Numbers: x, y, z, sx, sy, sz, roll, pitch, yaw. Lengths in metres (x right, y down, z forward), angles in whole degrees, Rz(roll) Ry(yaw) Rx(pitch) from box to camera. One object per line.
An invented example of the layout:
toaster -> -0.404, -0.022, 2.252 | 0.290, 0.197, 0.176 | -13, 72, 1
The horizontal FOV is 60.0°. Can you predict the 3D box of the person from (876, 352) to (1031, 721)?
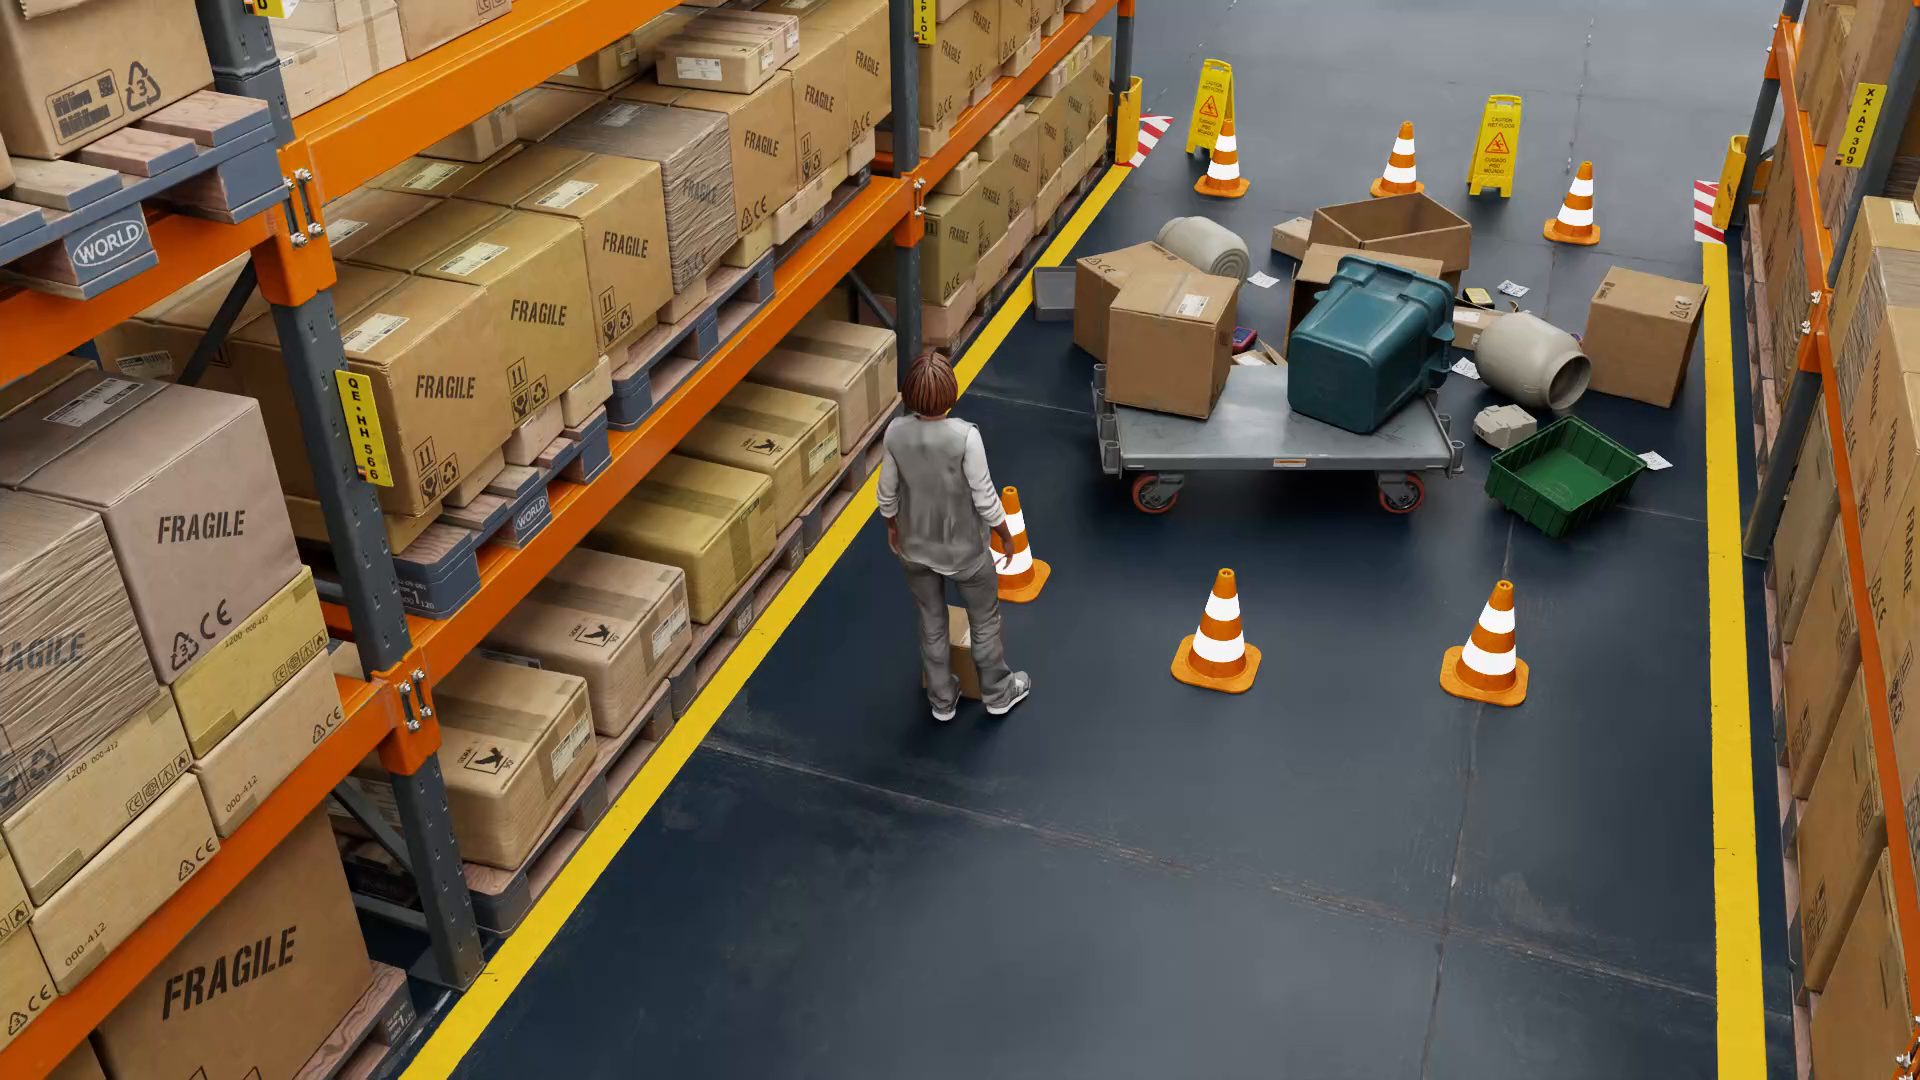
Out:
person -> -0.022, -0.010, 6.155 | 0.520, 1.590, 0.475 | 11, 35, 16
